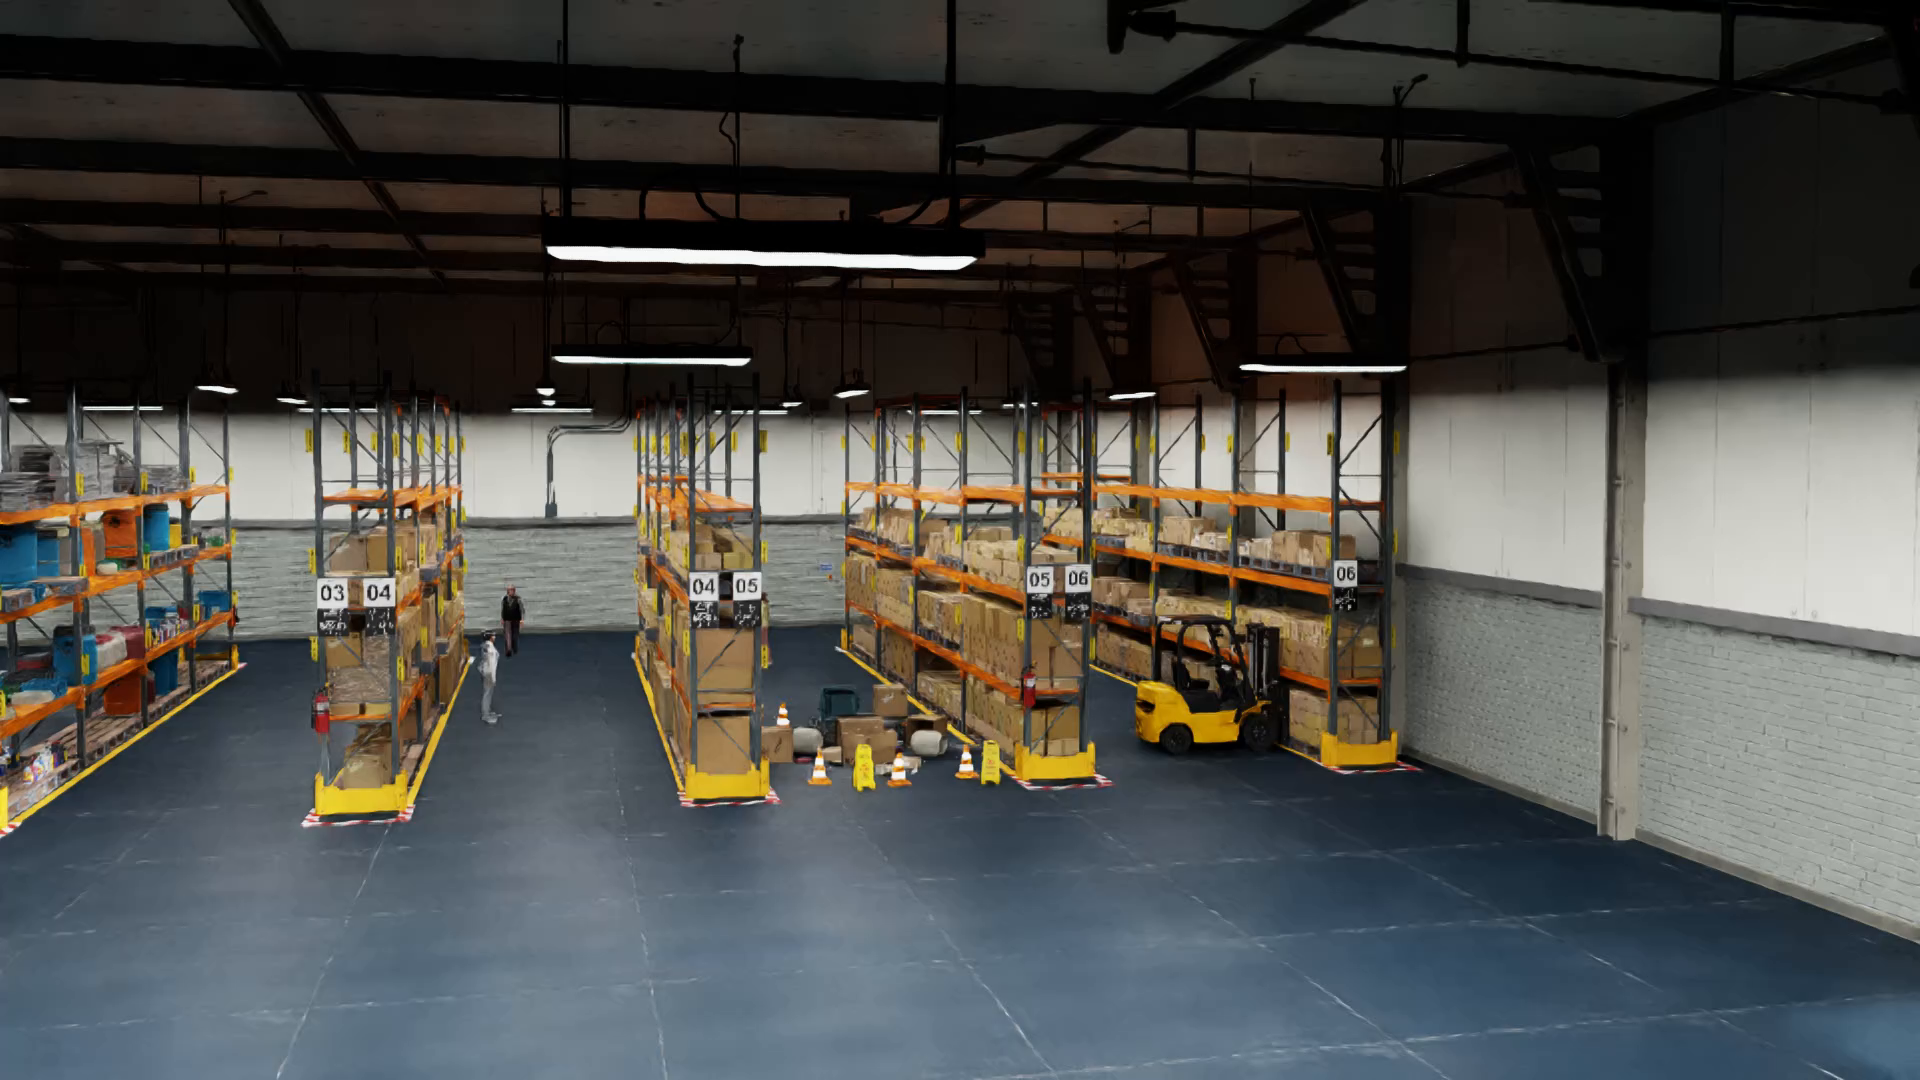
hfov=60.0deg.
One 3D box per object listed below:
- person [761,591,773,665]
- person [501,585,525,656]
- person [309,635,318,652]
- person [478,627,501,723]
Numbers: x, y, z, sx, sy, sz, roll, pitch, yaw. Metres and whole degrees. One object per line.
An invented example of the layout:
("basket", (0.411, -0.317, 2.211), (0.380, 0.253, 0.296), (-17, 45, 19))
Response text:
("person", (-4.488, 1.982, 37.589), (0.575, 1.665, 0.572), (1, 3, 10))
("person", (-10.596, 1.896, 39.393), (0.553, 1.669, 1.030), (-1, 3, -15))
("person", (-15.186, 1.886, 39.721), (0.506, 1.663, 0.673), (2, 4, 32))
("person", (-8.461, 2.418, 29.988), (0.433, 1.684, 0.551), (-2, 4, -34))
